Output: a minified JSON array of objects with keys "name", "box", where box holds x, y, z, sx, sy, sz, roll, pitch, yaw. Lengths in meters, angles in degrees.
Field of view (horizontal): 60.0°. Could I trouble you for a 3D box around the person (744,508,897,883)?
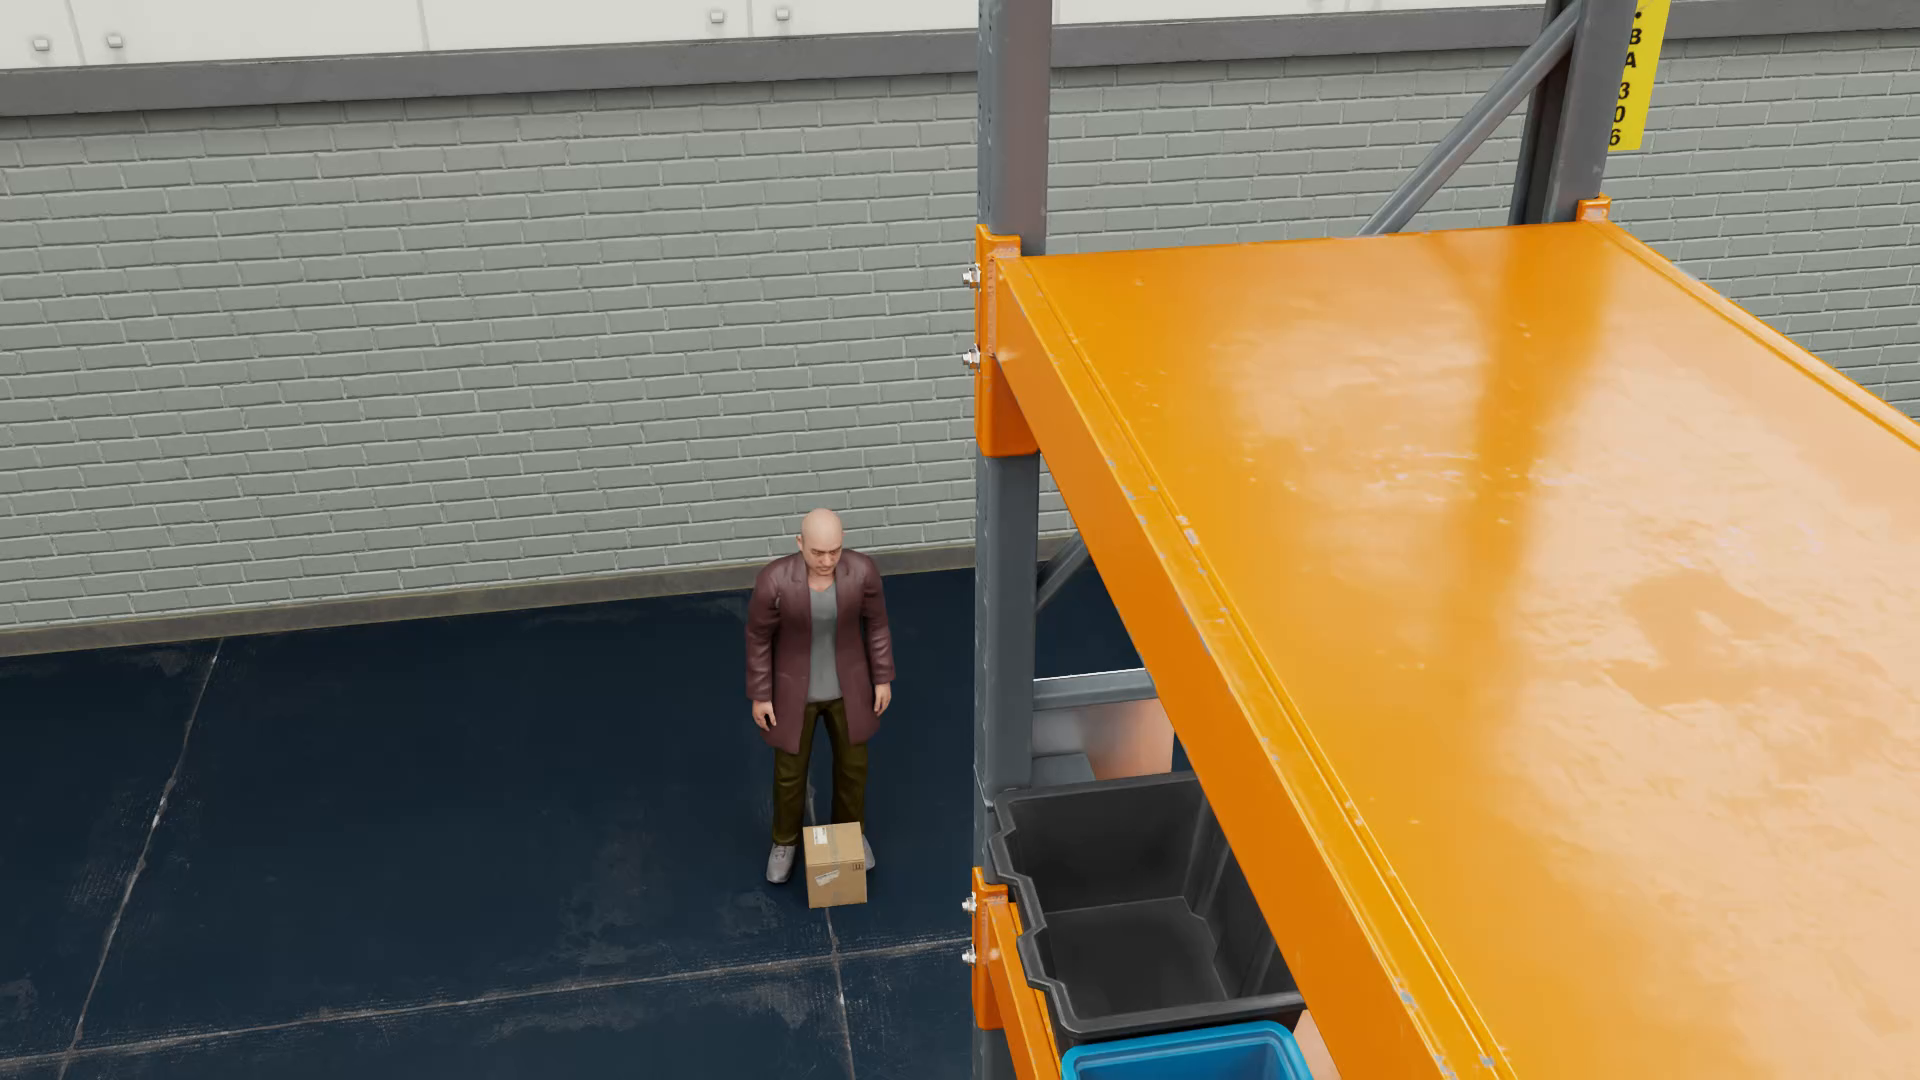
[{"name":"person","box":[-0.587,0.634,7.071,0.649,1.772,0.429,-7,31,-12]}]
